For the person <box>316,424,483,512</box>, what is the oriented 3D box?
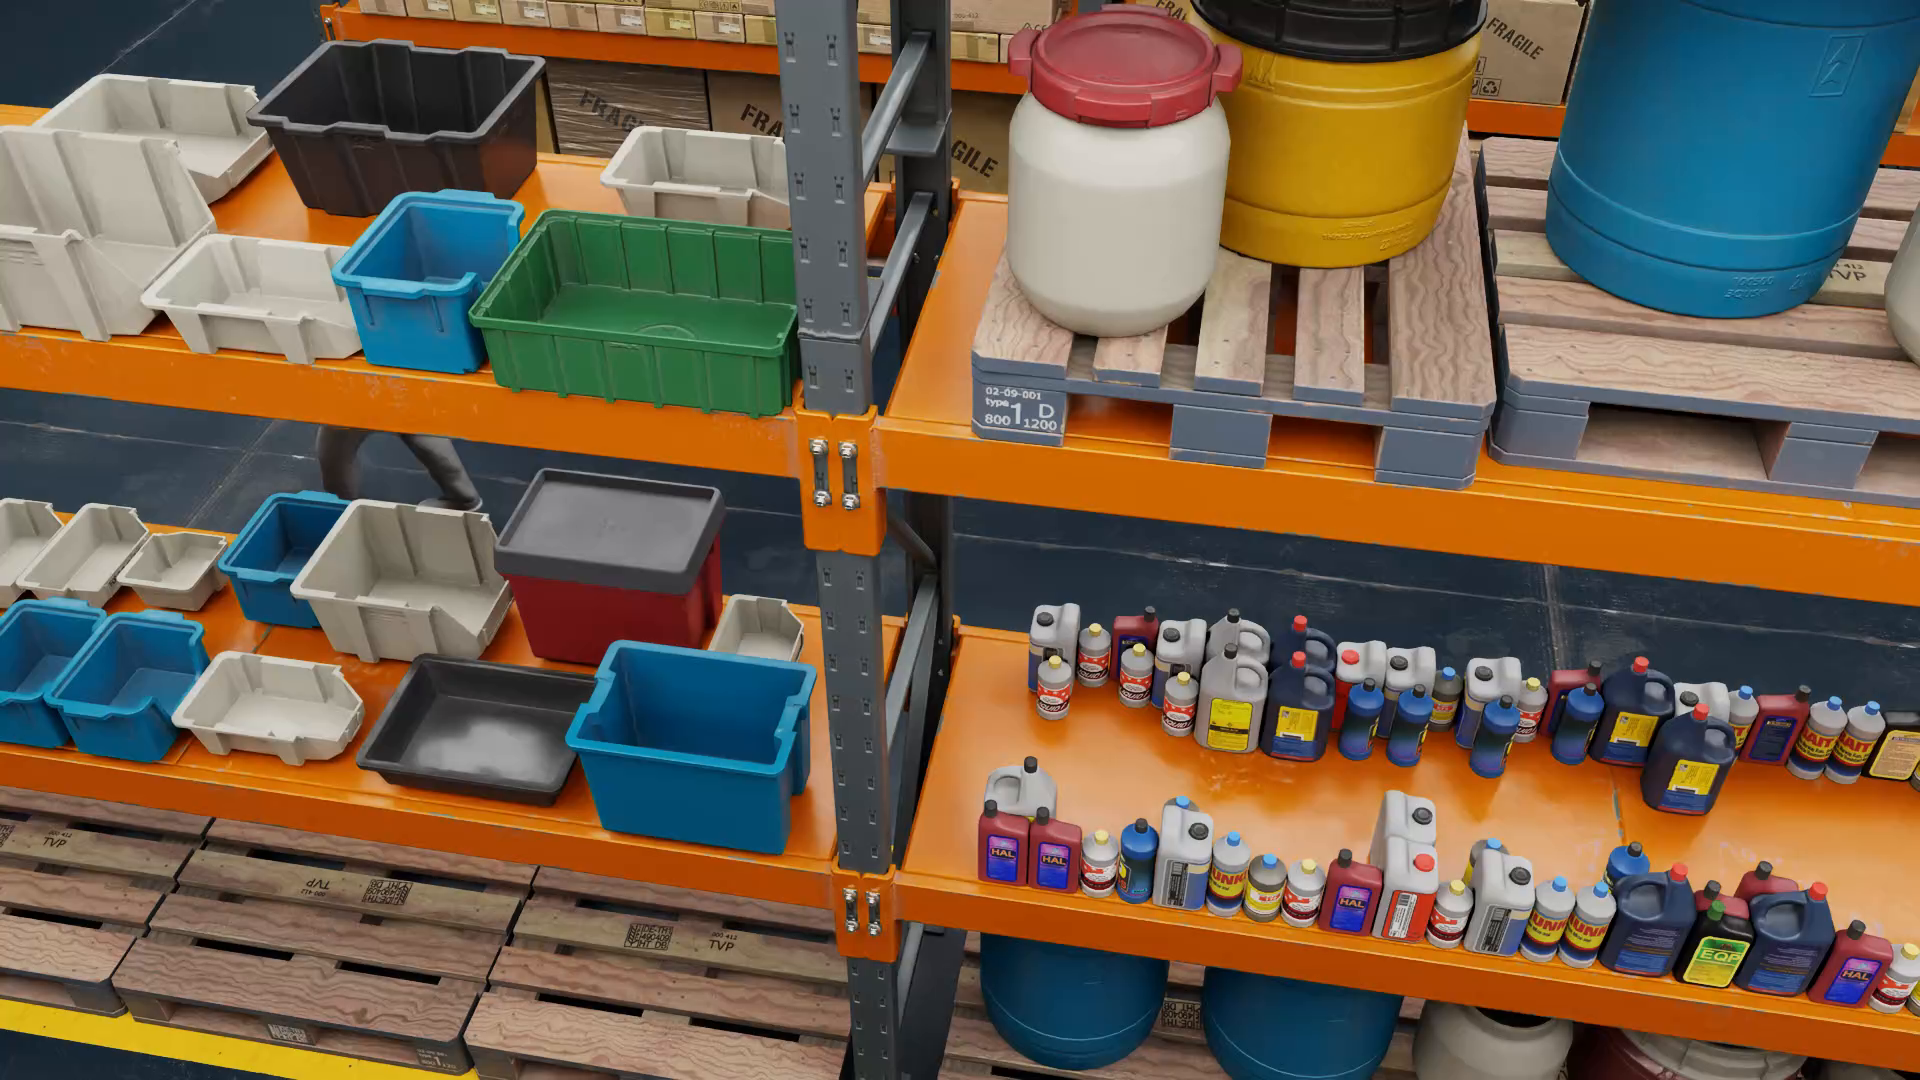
[{"bbox_3d":[-2.548,-0.702,6.959,0.788,1.710,0.484,0,41,0],"label":"person"}]
